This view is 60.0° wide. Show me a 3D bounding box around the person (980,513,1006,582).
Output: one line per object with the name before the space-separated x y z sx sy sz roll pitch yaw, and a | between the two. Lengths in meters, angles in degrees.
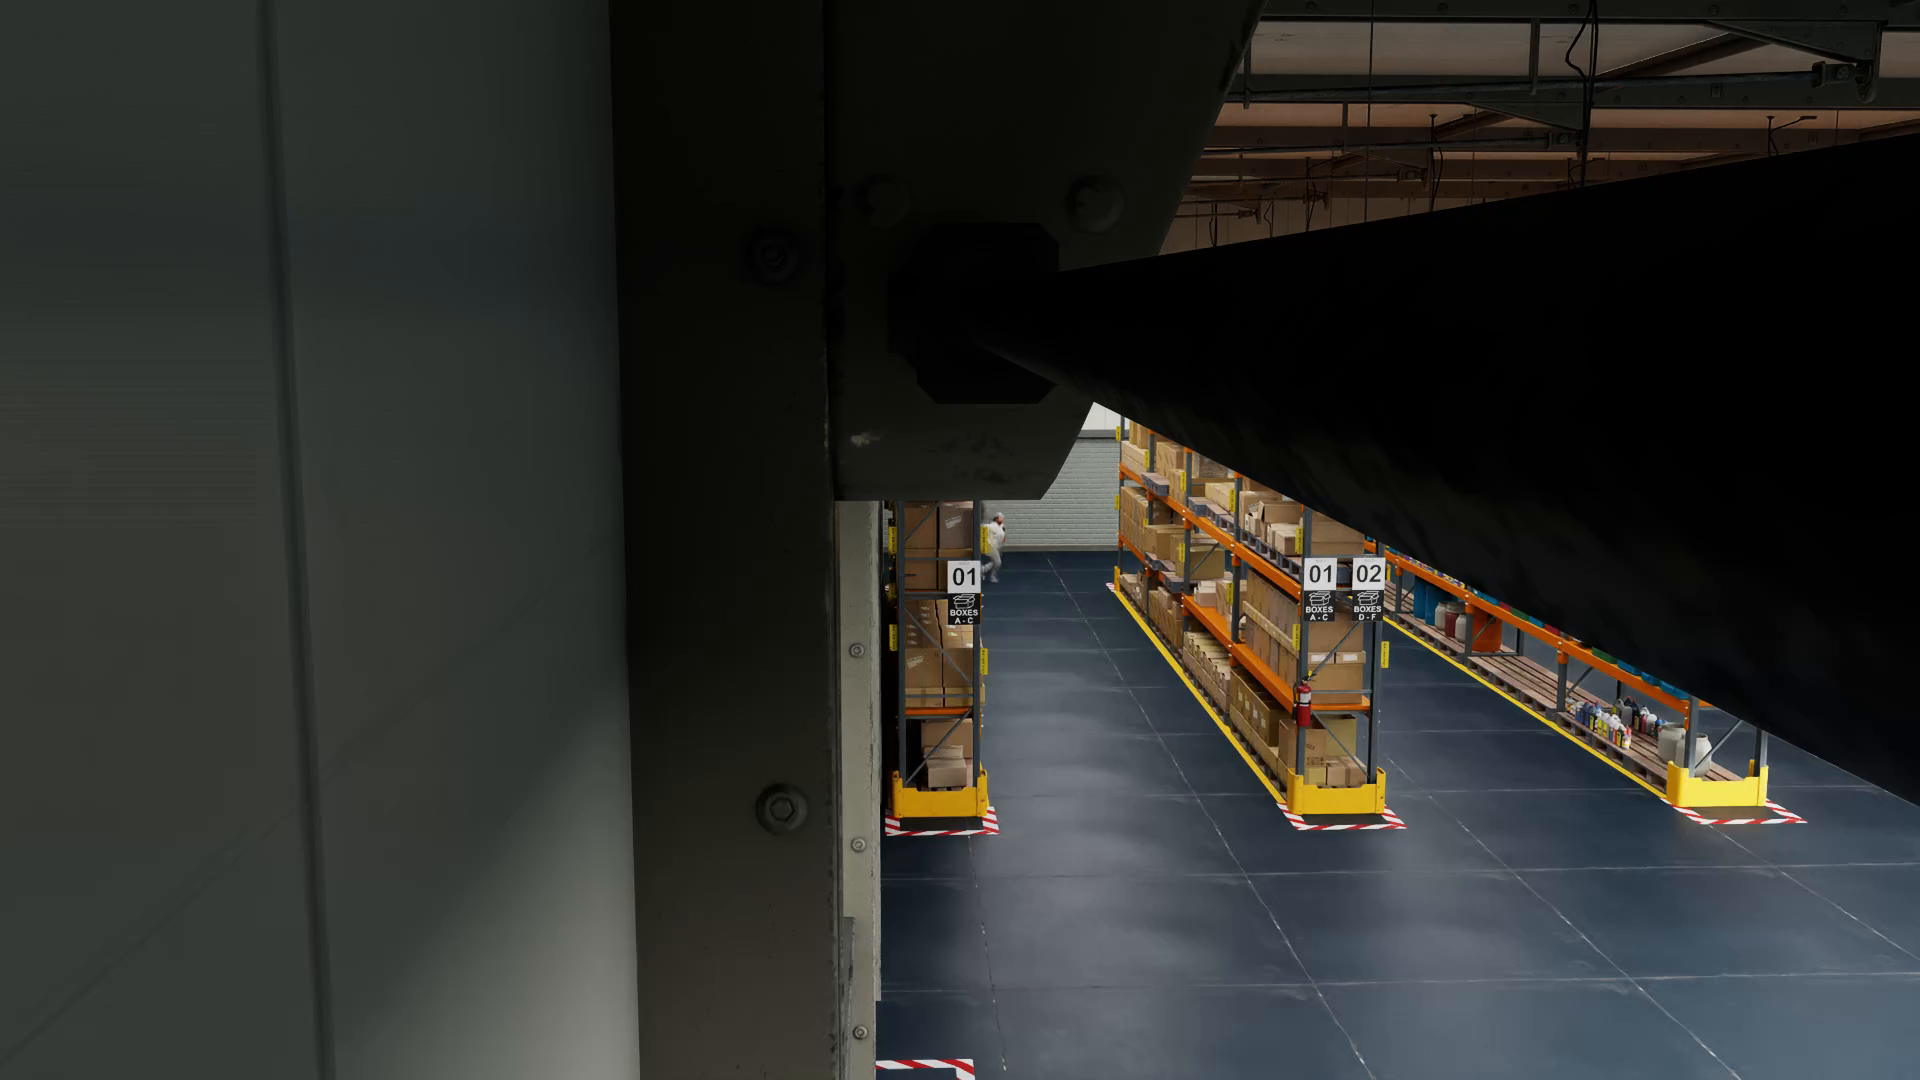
person | 0.712 0.175 37.581 0.632 1.598 0.711 3 9 20
